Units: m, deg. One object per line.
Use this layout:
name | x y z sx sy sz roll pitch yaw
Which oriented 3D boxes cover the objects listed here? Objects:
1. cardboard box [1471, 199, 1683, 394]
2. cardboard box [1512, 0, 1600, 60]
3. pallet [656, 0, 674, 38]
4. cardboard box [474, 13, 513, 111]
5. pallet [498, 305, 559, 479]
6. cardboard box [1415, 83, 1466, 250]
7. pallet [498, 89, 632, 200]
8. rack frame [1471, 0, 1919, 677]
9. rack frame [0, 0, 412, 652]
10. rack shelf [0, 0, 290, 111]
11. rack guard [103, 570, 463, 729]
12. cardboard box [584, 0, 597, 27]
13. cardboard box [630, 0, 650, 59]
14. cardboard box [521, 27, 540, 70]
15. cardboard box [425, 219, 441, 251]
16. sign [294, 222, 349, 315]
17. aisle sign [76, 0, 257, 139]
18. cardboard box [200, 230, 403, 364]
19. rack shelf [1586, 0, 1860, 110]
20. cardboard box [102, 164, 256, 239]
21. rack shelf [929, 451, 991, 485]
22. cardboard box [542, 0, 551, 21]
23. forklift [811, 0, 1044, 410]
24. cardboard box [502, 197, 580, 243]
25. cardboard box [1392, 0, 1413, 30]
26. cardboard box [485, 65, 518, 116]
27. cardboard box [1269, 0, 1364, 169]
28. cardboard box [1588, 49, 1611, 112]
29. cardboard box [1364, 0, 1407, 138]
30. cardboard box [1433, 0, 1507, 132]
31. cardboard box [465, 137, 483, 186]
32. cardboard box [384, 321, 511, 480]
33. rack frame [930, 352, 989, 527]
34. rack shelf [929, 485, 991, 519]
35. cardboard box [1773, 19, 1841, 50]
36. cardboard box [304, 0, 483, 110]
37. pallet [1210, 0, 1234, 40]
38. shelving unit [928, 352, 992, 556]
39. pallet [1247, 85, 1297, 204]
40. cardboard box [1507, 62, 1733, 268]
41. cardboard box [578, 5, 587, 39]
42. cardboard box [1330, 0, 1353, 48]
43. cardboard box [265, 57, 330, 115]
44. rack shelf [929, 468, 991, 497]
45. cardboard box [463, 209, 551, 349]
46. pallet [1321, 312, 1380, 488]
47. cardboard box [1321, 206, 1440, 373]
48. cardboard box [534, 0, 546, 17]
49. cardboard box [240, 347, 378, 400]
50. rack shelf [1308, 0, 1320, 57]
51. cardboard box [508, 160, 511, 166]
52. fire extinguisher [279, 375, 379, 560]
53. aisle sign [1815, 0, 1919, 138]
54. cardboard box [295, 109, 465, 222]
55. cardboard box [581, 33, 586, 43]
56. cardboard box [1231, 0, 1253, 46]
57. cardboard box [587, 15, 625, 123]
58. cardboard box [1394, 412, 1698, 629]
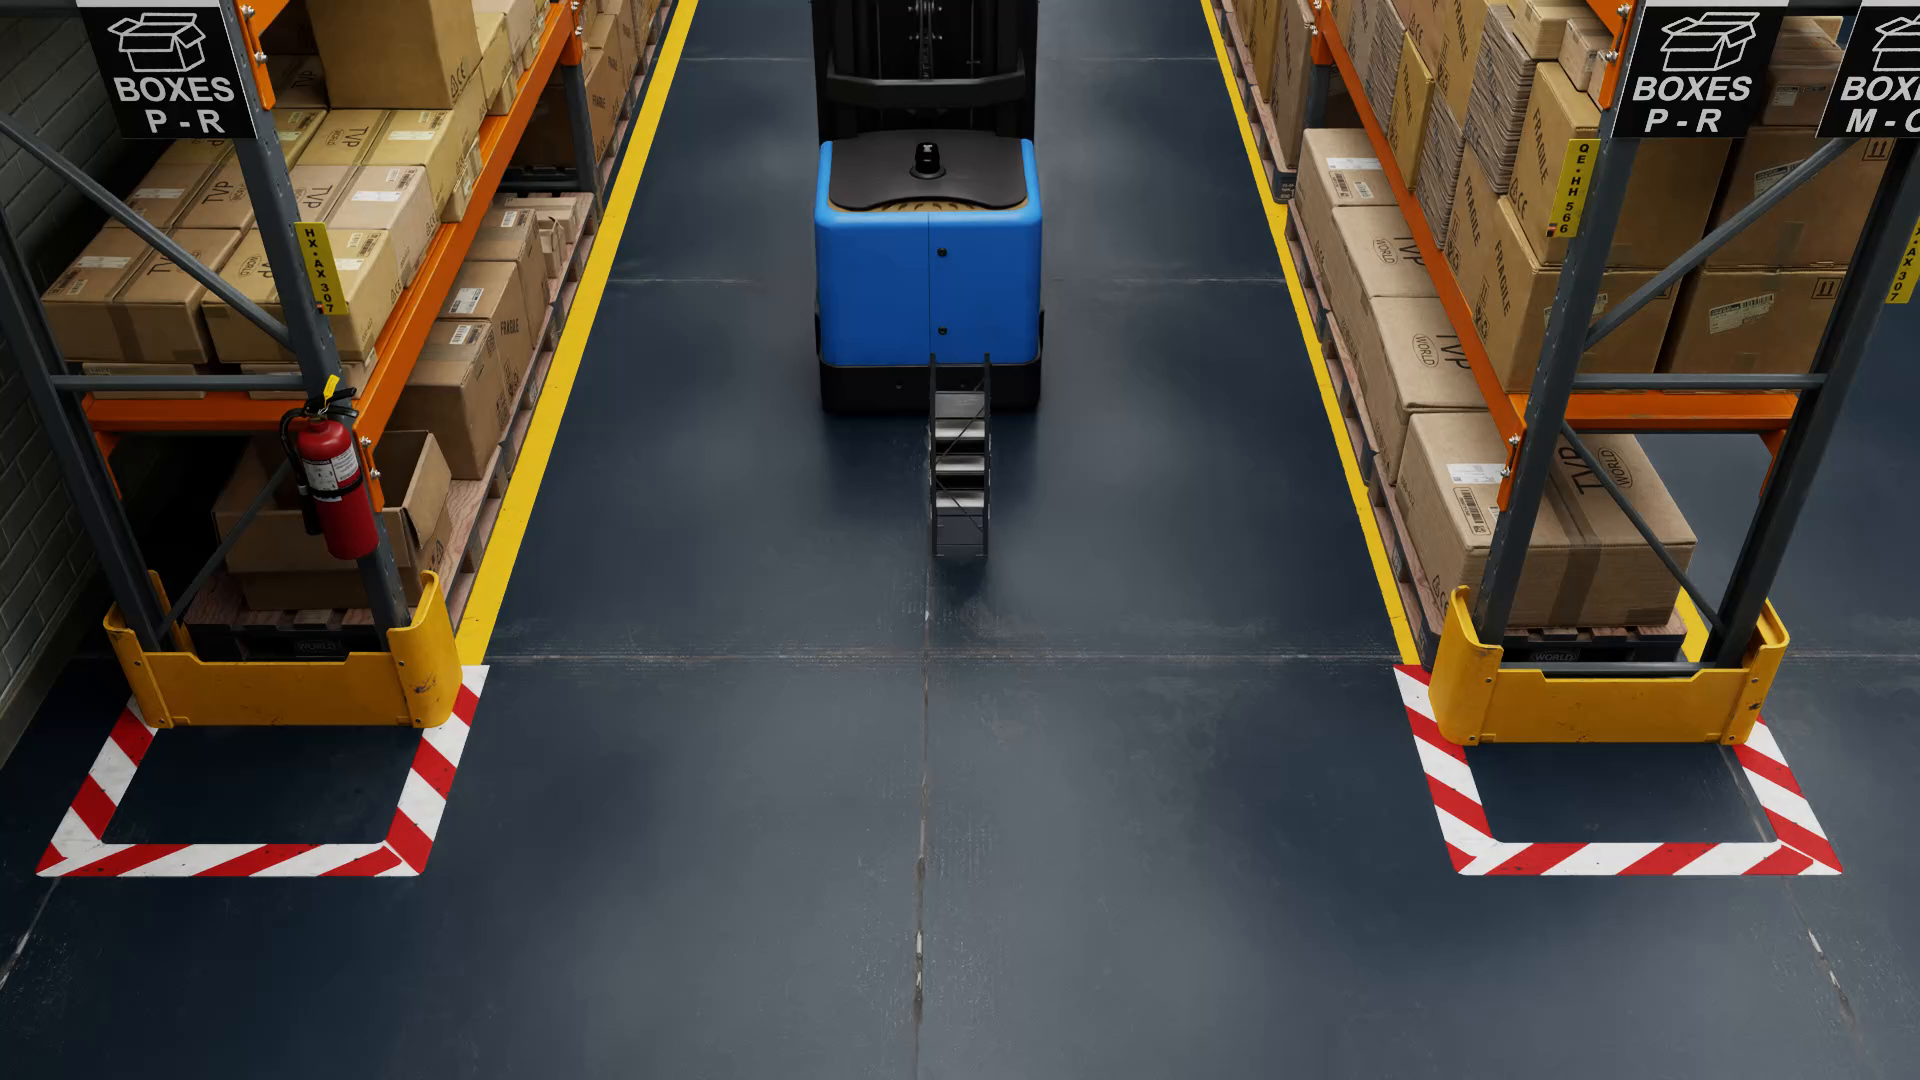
cardboard box | 2.149 -0.858 5.842 0.500 0.500 0.500 0 39 0
cardboard box | 2.105 -1.744 5.630 0.380 0.149 0.250 0 39 0
pallet | -2.595 -3.959 12.022 1.003 0.211 1.213 0 39 0
cardboard box | -2.306 -2.127 7.388 0.500 0.250 0.500 0 39 0
pallet | -2.550 -0.730 7.993 1.003 0.211 1.213 0 39 0
cardboard box | 2.153 -1.493 6.635 0.500 0.500 0.500 1 39 1
pallet | -2.592 -2.433 10.118 1.003 0.211 1.213 0 39 0
rack frame | 2.415 -0.517 5.497 1.000 3.000 0.127 0 39 0
rack frame | -2.549 -0.512 5.490 1.000 3.000 0.127 0 39 0
rack shelf | -2.551 -2.652 6.337 1.077 0.370 4.000 0 39 0
rack guard | -2.549 0.416 6.331 1.175 0.500 0.348 0 39 0
cardboard box | -2.391 -3.184 9.969 0.380 0.149 0.250 -1 39 -1
cardboard box | -2.330 -3.473 10.849 0.500 0.500 0.500 -1 39 -2
cardboard box | -2.254 -2.390 8.035 0.380 0.149 0.250 1 39 1
cardboard box | -2.302 -1.267 6.633 0.380 0.149 0.250 1 39 1
sign | -2.006 -0.850 5.220 0.100 0.325 0.005 0 39 0
aisle sign | -2.255 -1.484 4.624 0.394 0.787 0.004 0 39 0
cardboard box | -2.280 -0.853 5.798 0.500 0.250 0.500 0 39 0
rack shelf | 2.412 -2.658 6.345 1.077 0.370 4.000 0 39 0
cardboard box | -2.814 -1.179 6.205 0.500 0.250 0.500 0 39 0
rack shelf | 0.000 -0.320 6.983 0.258 0.077 0.200 0 39 0
cardboard box | -2.301 -2.716 8.441 0.380 0.149 0.250 0 39 1
forklift | -0.175 -2.660 8.226 1.130 2.935 3.031 -1 39 -1
cardboard box | -2.259 -1.716 8.937 0.380 0.149 0.250 -1 39 -1
cardboard box | 2.152 -2.514 7.109 0.500 0.500 0.500 1 39 1
cardboard box | -2.253 -2.067 7.631 0.380 0.149 0.250 -1 39 -1
cardboard box | 2.329 -2.741 9.635 0.875 0.875 0.875 1 39 1
cardboard box | 2.214 -1.424 5.230 0.380 0.149 0.250 0 39 1
cardboard box | 2.139 -2.138 7.440 0.500 0.500 0.500 0 39 0
cardboard box | 2.149 -1.884 6.323 0.500 0.500 0.500 0 39 0
cardboard box | -2.248 -1.590 7.036 0.380 0.149 0.250 1 39 1
cardboard box | -2.417 -0.617 7.284 0.700 0.500 0.500 1 39 2
rack frame | 0.000 -0.410 7.042 0.240 0.900 0.006 0 39 0
rack shelf | 0.000 -0.180 7.096 0.258 0.077 0.200 0 39 0
cardboard box | 2.620 -1.586 5.432 0.380 0.149 0.250 1 39 1
cardboard box | -2.282 -2.084 6.734 0.500 0.500 0.500 1 39 1
pallet | 2.331 -3.939 11.996 1.003 0.211 1.213 0 39 0
shelving unit | 0.000 -0.346 6.962 0.258 0.900 0.210 0 39 0
pallet | 2.334 -2.413 10.092 1.003 0.211 1.213 0 39 0
cardboard box | 2.176 -1.248 5.529 0.500 0.500 0.500 1 39 1
cardboard box | -2.336 -2.958 9.448 0.380 0.149 0.250 -2 39 -2
cardboard box | 2.149 -2.764 8.221 0.500 0.500 0.500 1 39 1
cardboard box | -2.811 -1.816 6.999 0.500 0.250 0.500 0 39 0
rack shelf | 0.000 -0.250 7.039 0.258 0.077 0.200 0 39 0
cardboard box | -2.418 -1.266 8.095 0.700 0.500 0.500 -1 39 -2
pallet | 2.337 -0.690 7.943 1.003 0.211 1.213 0 39 0
cardboard box | 2.305 -1.230 8.100 0.875 0.438 0.875 -1 39 -1
cardboard box | -2.309 -2.752 8.168 0.500 0.250 0.500 1 39 1
cardboard box | -2.275 -0.619 5.825 0.380 0.149 0.250 0 39 0
rack shelf | 2.408 -3.989 10.404 1.077 0.370 4.000 0 39 0
cardboard box | -2.850 -2.508 9.644 0.500 0.500 0.500 0 39 0
fire extinguisher | -2.087 -0.244 5.516 0.296 0.674 0.183 0 39 0
aisle sign | 2.705 -1.487 4.628 0.394 0.787 0.004 0 39 0
cardboard box | -2.285 -1.485 6.587 0.500 0.250 0.500 -1 39 -1
cardboard box | -2.366 -2.852 9.555 0.380 0.149 0.250 -1 39 -1
cardboard box | 2.320 -3.865 11.038 0.875 0.875 0.875 0 39 1
cardboard box | -2.340 -2.837 10.055 0.500 0.500 0.500 -1 39 -1
cardboard box | 2.314 -0.094 6.682 0.875 0.438 0.875 -1 39 -2
